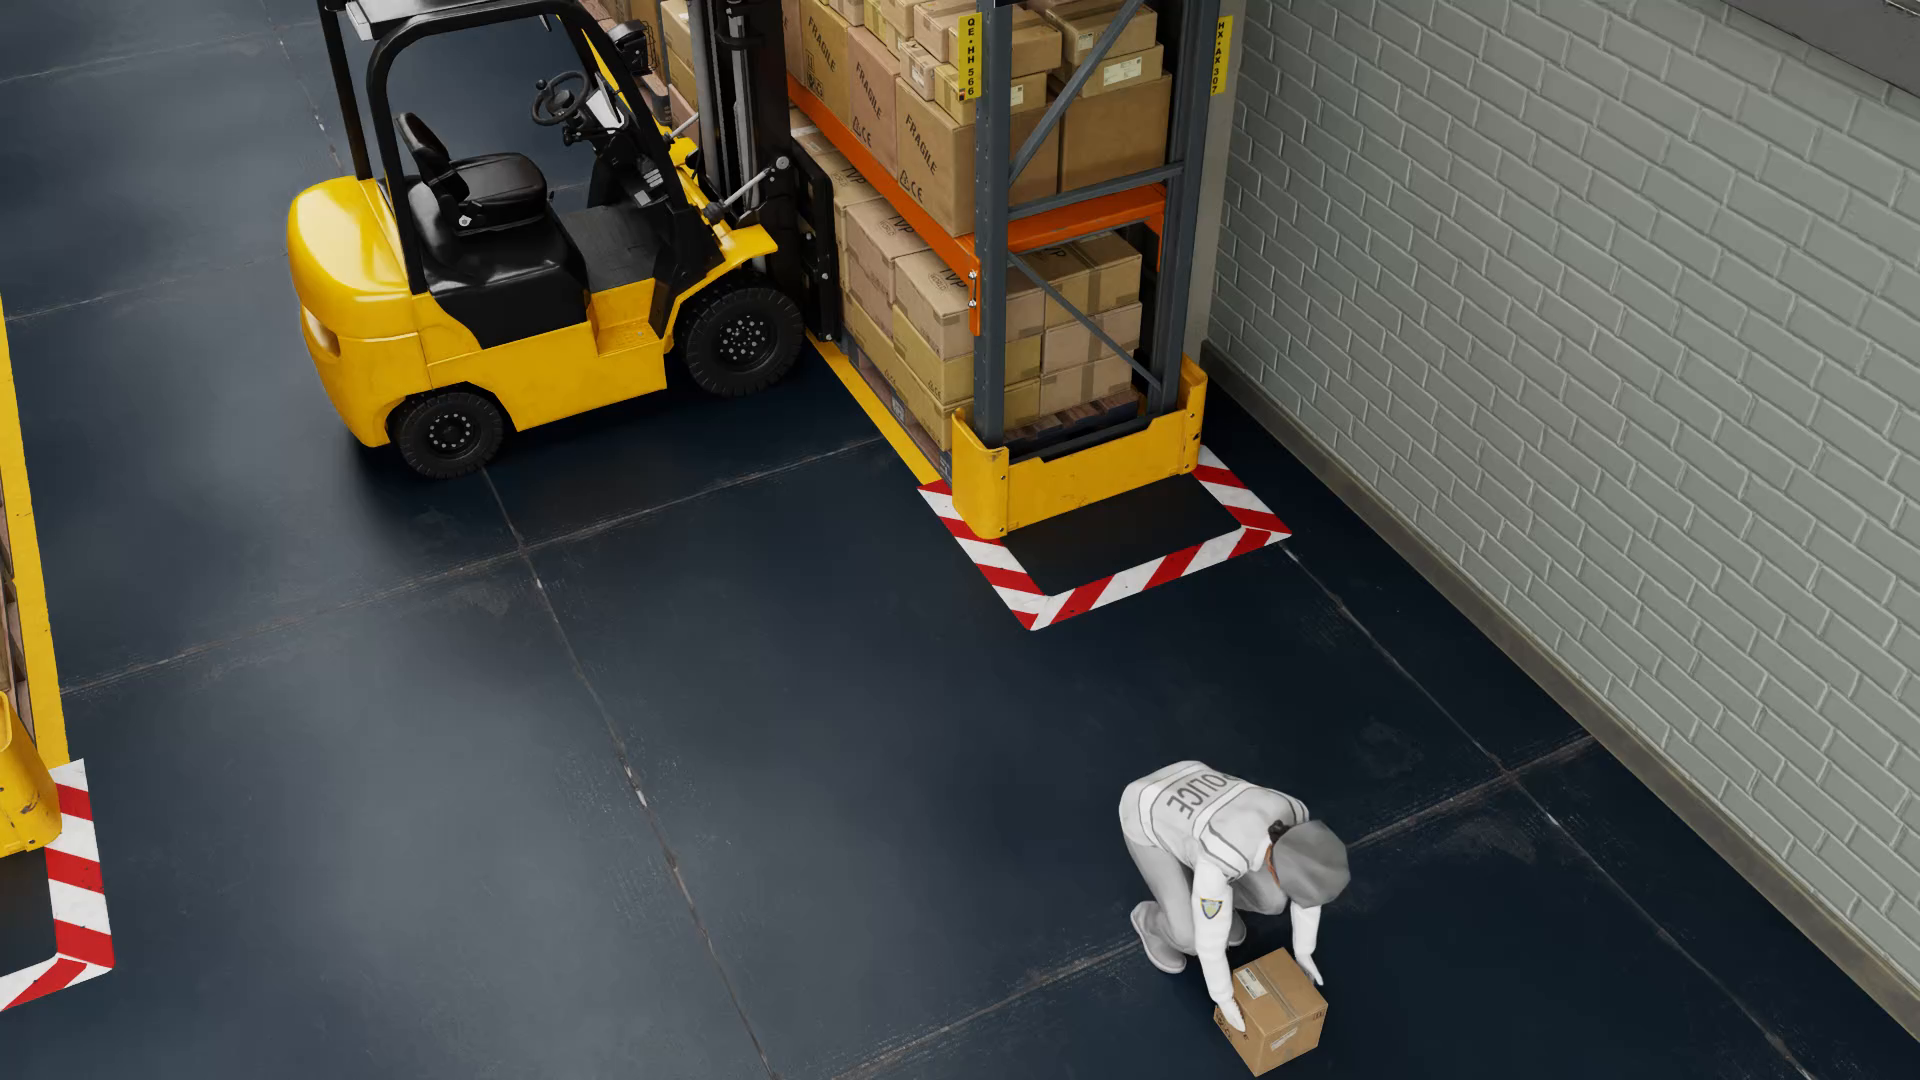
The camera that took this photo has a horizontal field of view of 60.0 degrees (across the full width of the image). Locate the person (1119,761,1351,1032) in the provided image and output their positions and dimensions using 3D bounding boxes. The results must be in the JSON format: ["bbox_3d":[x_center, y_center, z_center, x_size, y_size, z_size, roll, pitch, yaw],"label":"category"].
[{"bbox_3d":[0.883,1.091,5.473,0.492,0.946,0.850,-19,45,-20],"label":"person"}]
